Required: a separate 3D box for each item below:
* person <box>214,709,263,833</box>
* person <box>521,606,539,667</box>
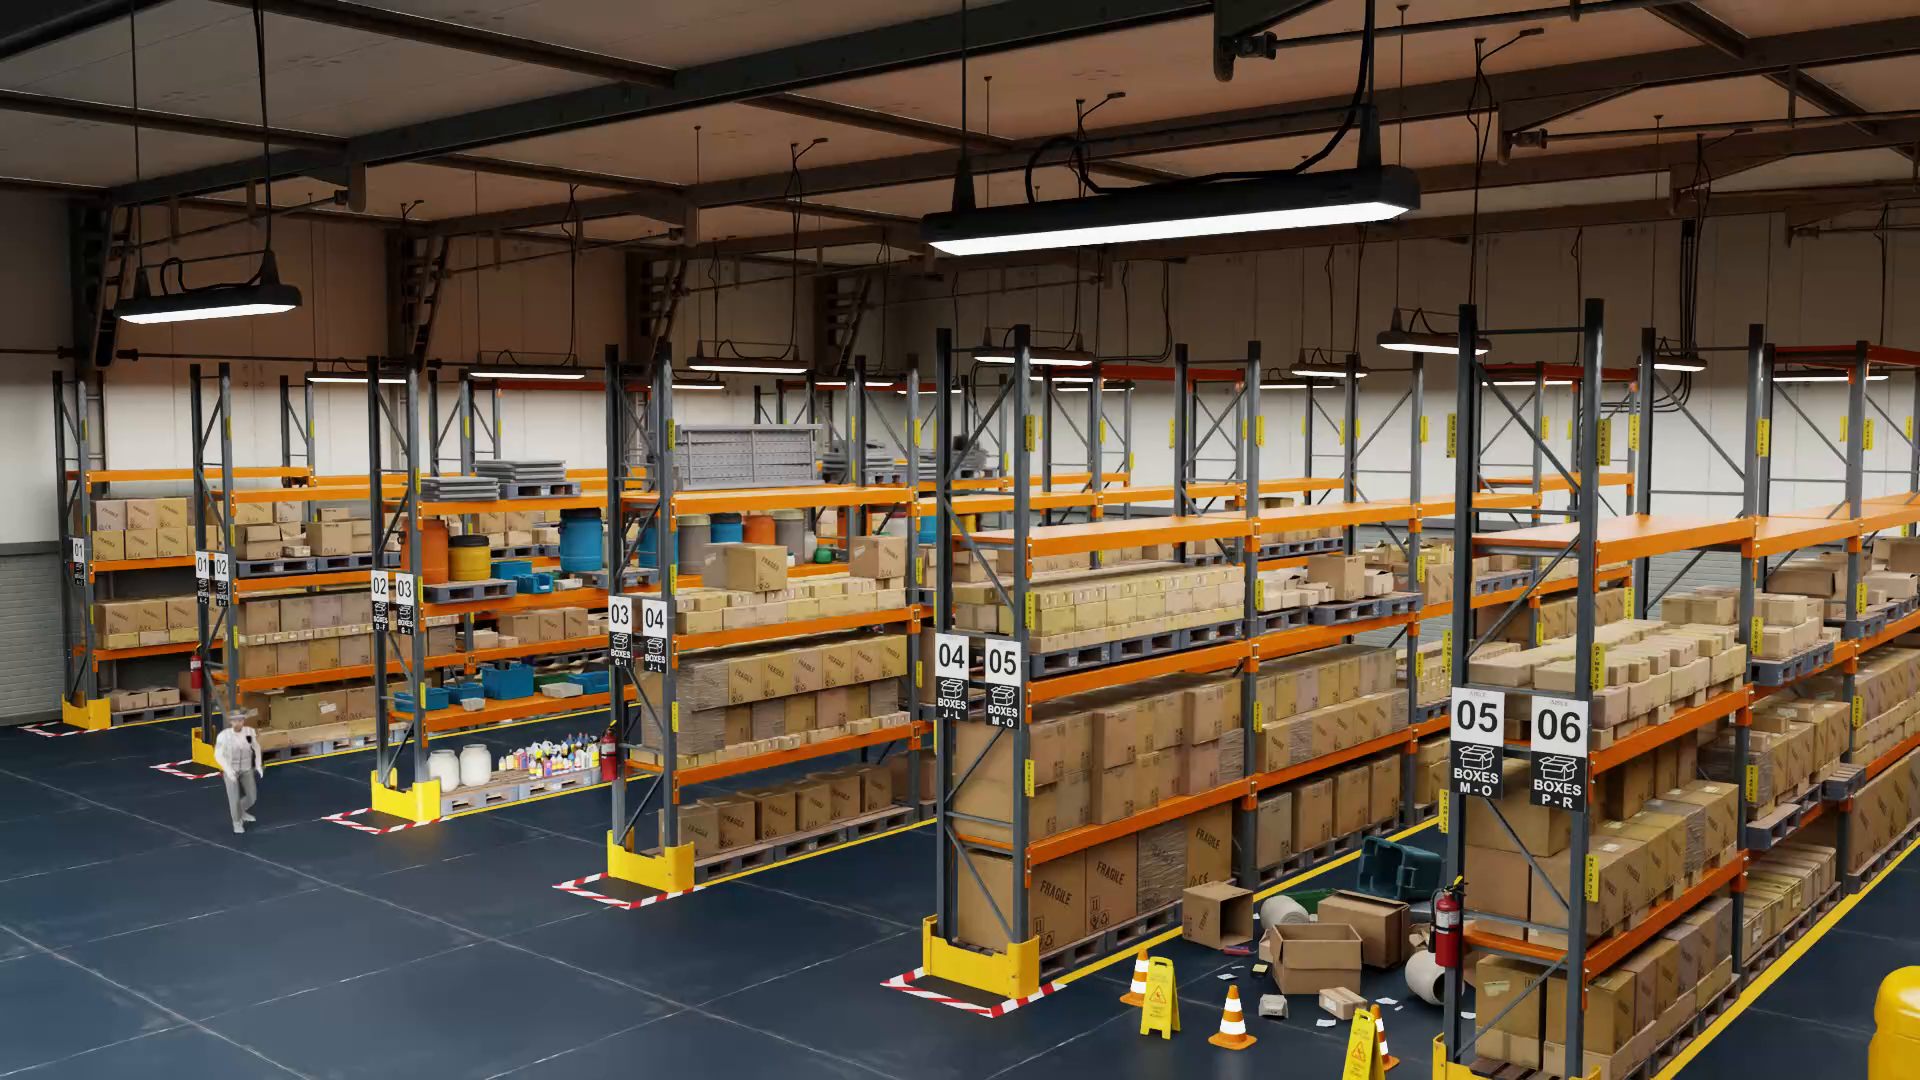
[{"bbox_3d":[-9.047,2.863,20.780,0.573,1.604,0.712,-3,5,-40],"label":"person"},{"bbox_3d":[-8.410,2.035,32.600,0.607,1.573,0.734,1,4,17],"label":"person"}]
